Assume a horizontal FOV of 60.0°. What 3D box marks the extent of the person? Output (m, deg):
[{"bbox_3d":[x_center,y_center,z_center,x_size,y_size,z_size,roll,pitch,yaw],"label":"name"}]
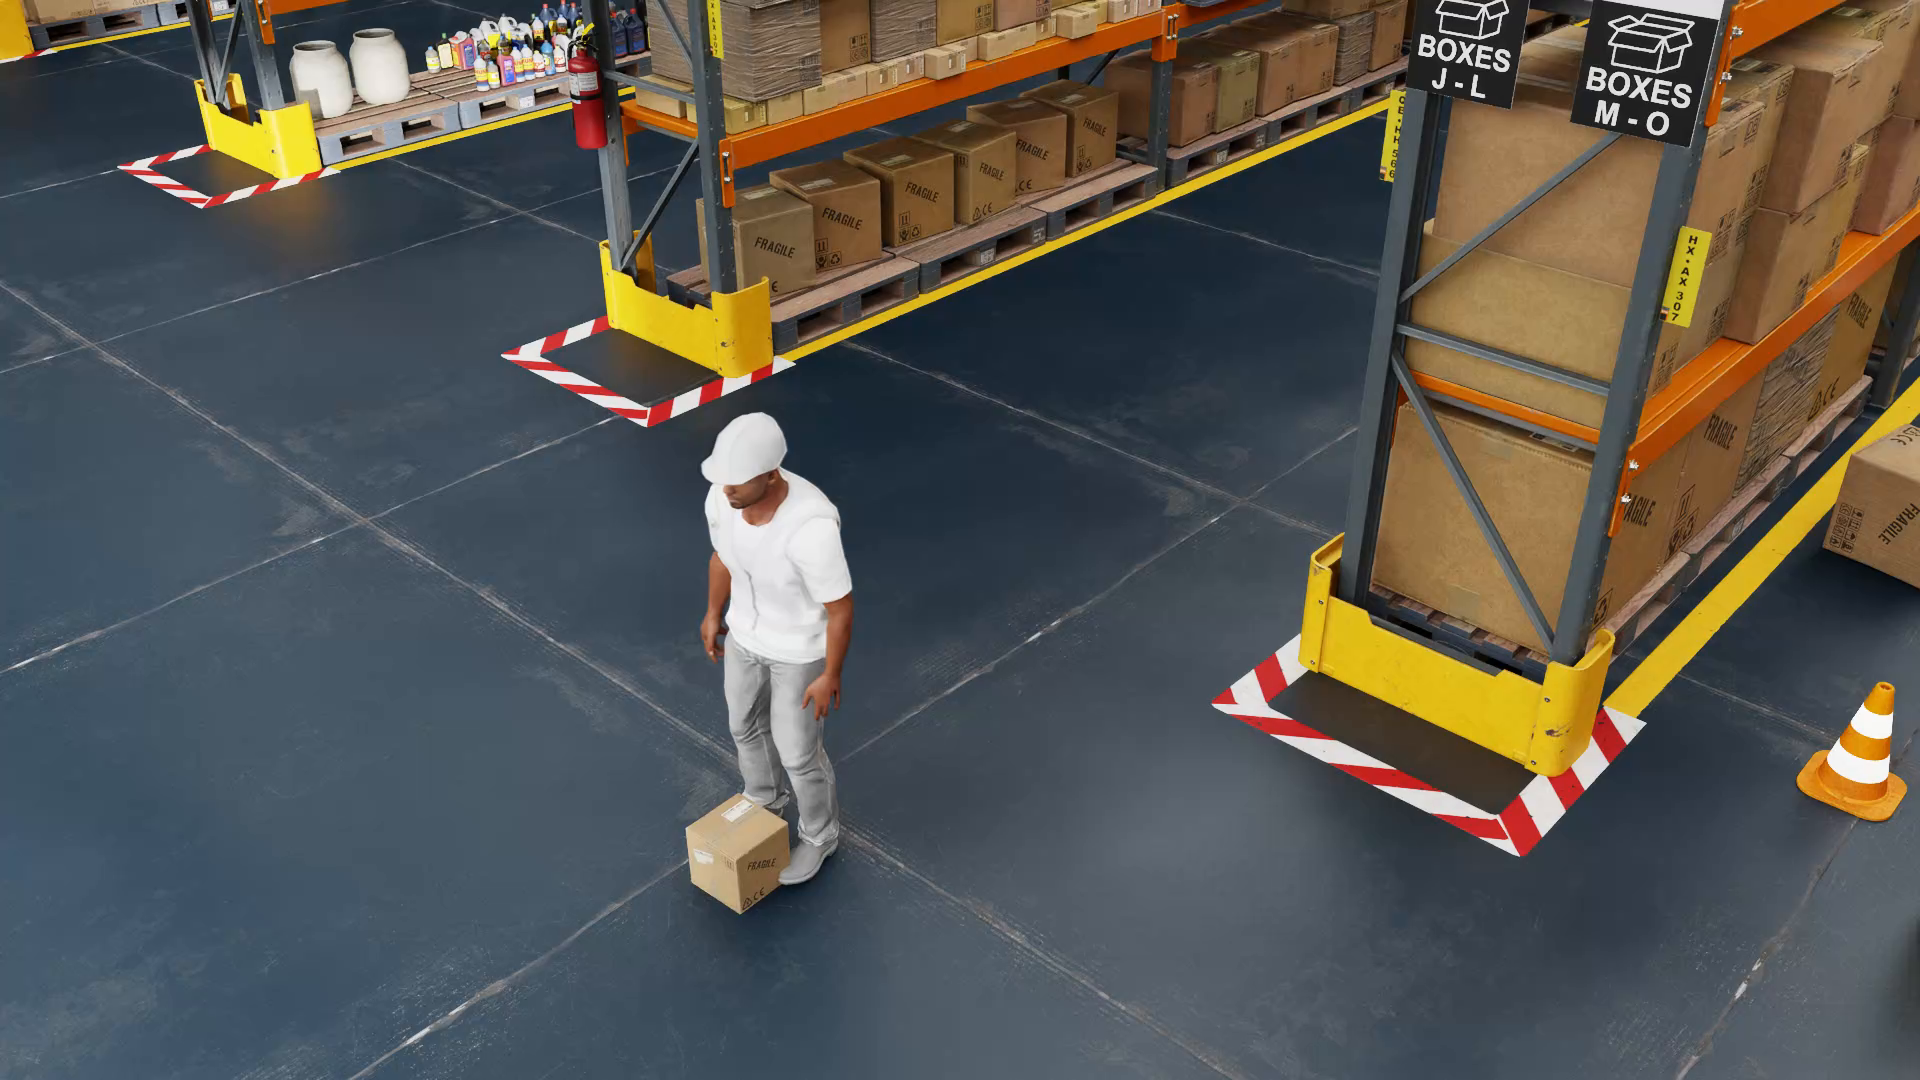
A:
[{"bbox_3d":[-0.623,0.347,5.542,0.629,1.761,0.457,23,38,33],"label":"person"}]
